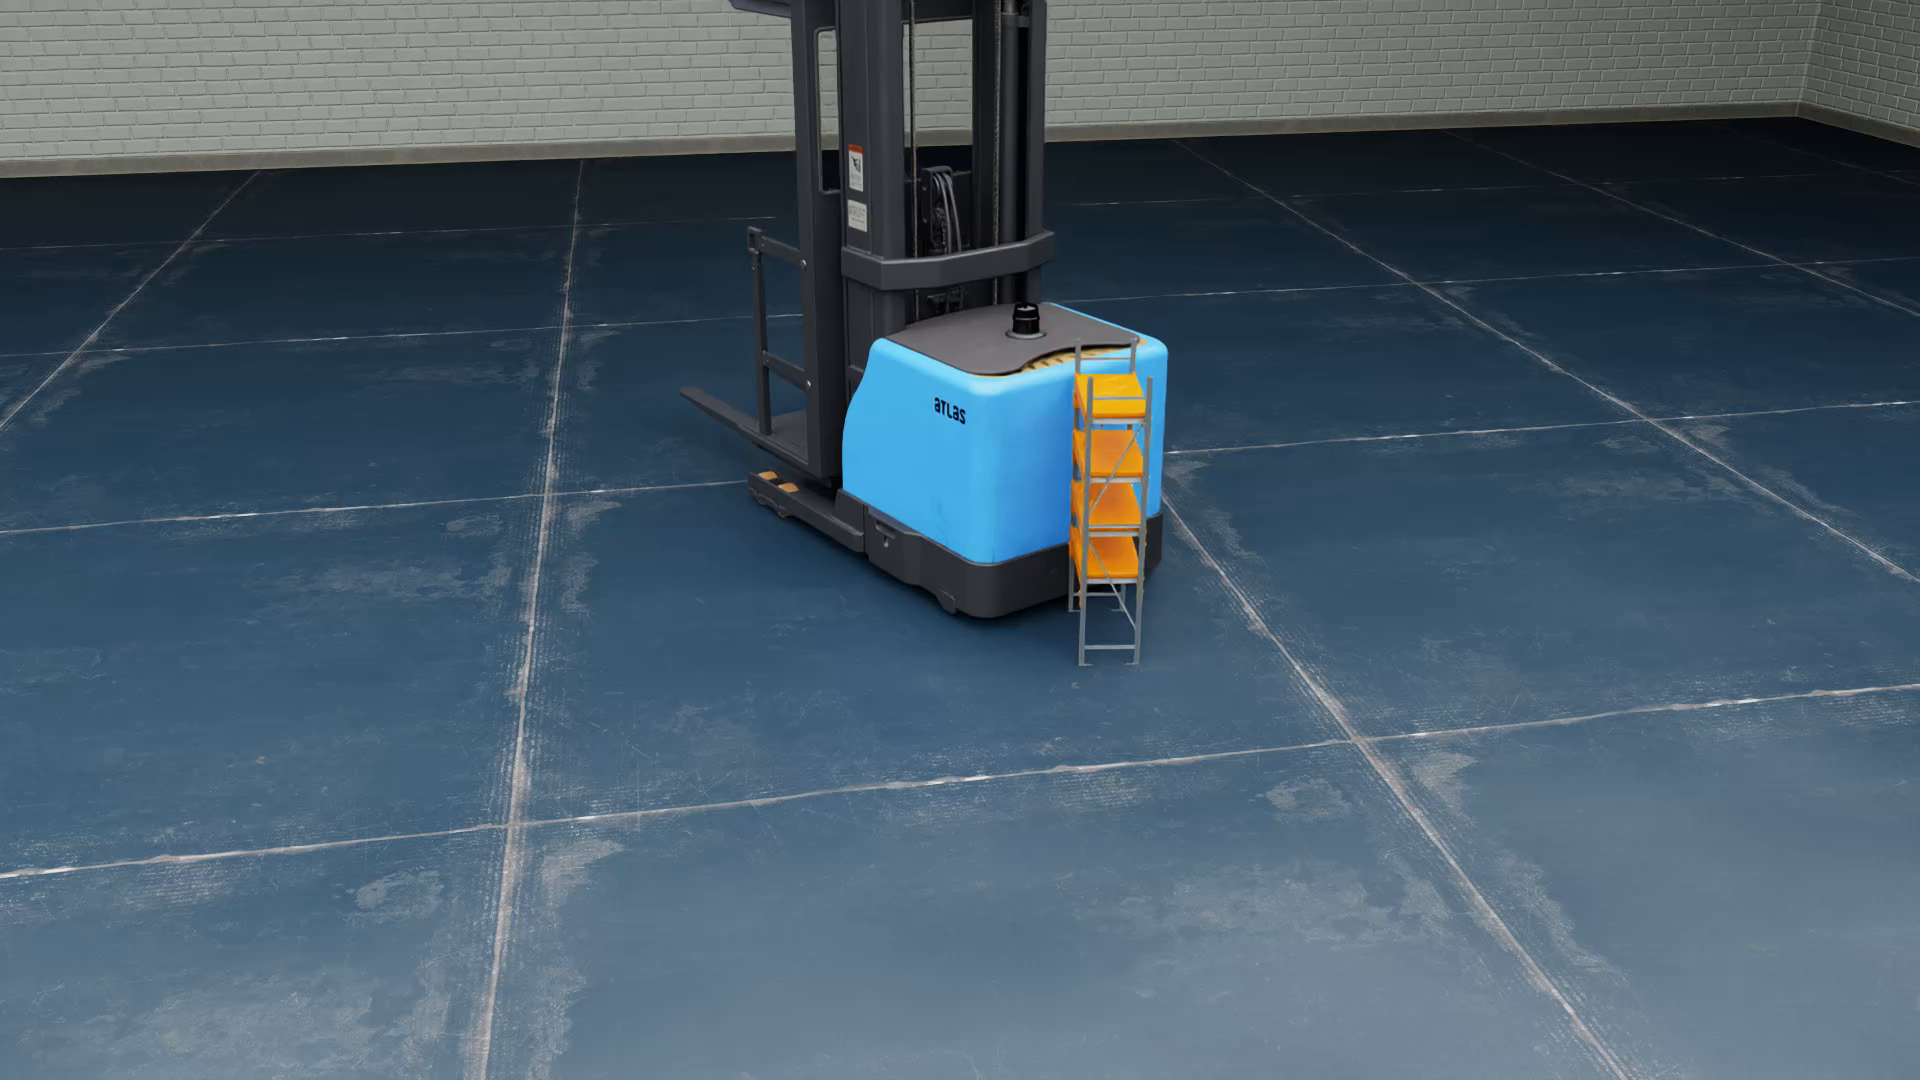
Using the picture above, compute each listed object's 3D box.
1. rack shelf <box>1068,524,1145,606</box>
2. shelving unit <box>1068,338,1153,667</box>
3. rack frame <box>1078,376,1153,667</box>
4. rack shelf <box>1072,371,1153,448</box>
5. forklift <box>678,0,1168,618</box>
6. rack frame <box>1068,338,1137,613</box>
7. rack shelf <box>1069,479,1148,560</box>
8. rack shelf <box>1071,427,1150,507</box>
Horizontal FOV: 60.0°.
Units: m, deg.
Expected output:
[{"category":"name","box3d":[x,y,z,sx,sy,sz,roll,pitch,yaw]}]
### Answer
[{"category":"rack shelf","box3d":[0.585,0.095,6.697,0.258,0.148,0.480,-1,24,-1]},{"category":"shelving unit","box3d":[0.585,-0.148,6.590,0.258,1.200,0.503,-1,24,-1]},{"category":"rack frame","box3d":[0.591,-0.051,6.367,0.240,1.200,0.015,-1,24,-1]},{"category":"rack shelf","box3d":[0.585,-0.508,6.433,0.258,0.148,0.480,-1,24,-1]},{"category":"forklift","box3d":[-0.381,-1.553,7.643,1.130,2.935,3.031,-16,28,-33]},{"category":"rack frame","box3d":[0.579,-0.246,6.814,0.240,1.200,0.015,-1,24,-1]},{"category":"rack shelf","box3d":[0.585,-0.087,6.617,0.258,0.148,0.480,-1,24,-1]},{"category":"rack shelf","box3d":[0.585,-0.292,6.528,0.258,0.148,0.480,-1,24,-1]}]
